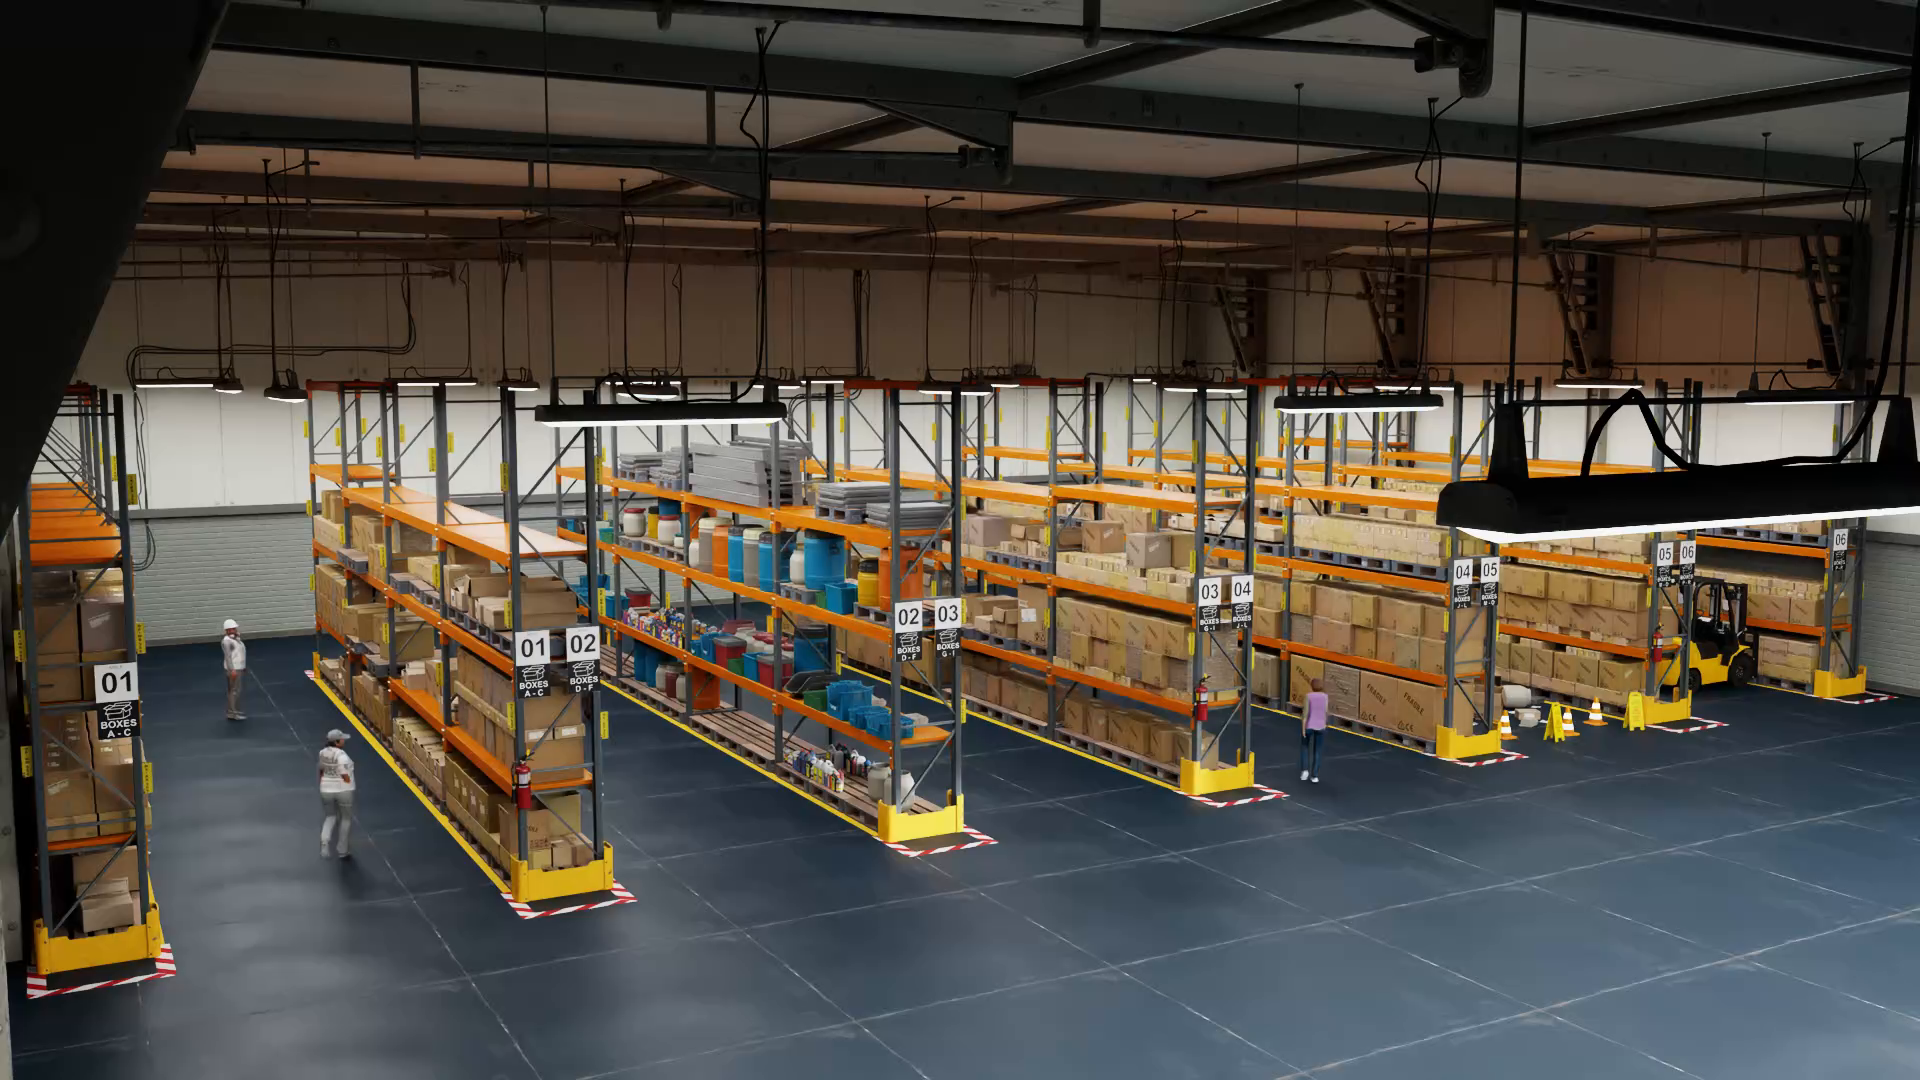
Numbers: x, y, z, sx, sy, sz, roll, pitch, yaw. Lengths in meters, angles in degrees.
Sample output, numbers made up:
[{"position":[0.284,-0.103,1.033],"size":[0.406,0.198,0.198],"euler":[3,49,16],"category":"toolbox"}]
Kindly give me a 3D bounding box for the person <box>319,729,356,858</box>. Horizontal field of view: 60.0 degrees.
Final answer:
[{"position":[-7.969,3.235,21.264],"size":[0.492,1.659,0.491],"euler":[0,6,4],"category":"person"}]

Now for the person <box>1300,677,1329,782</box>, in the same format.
[{"position":[5.370,2.878,25.159],"size":[0.403,1.638,0.488],"euler":[1,6,11],"category":"person"}]

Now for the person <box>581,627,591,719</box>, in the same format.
[{"position":[-6.645,2.386,29.543],"size":[0.509,1.625,0.568],"euler":[3,7,27],"category":"person"}]

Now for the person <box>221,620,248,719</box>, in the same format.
[{"position":[-12.946,2.313,29.698],"size":[0.423,1.806,0.554],"euler":[-3,7,-25],"category":"person"}]
